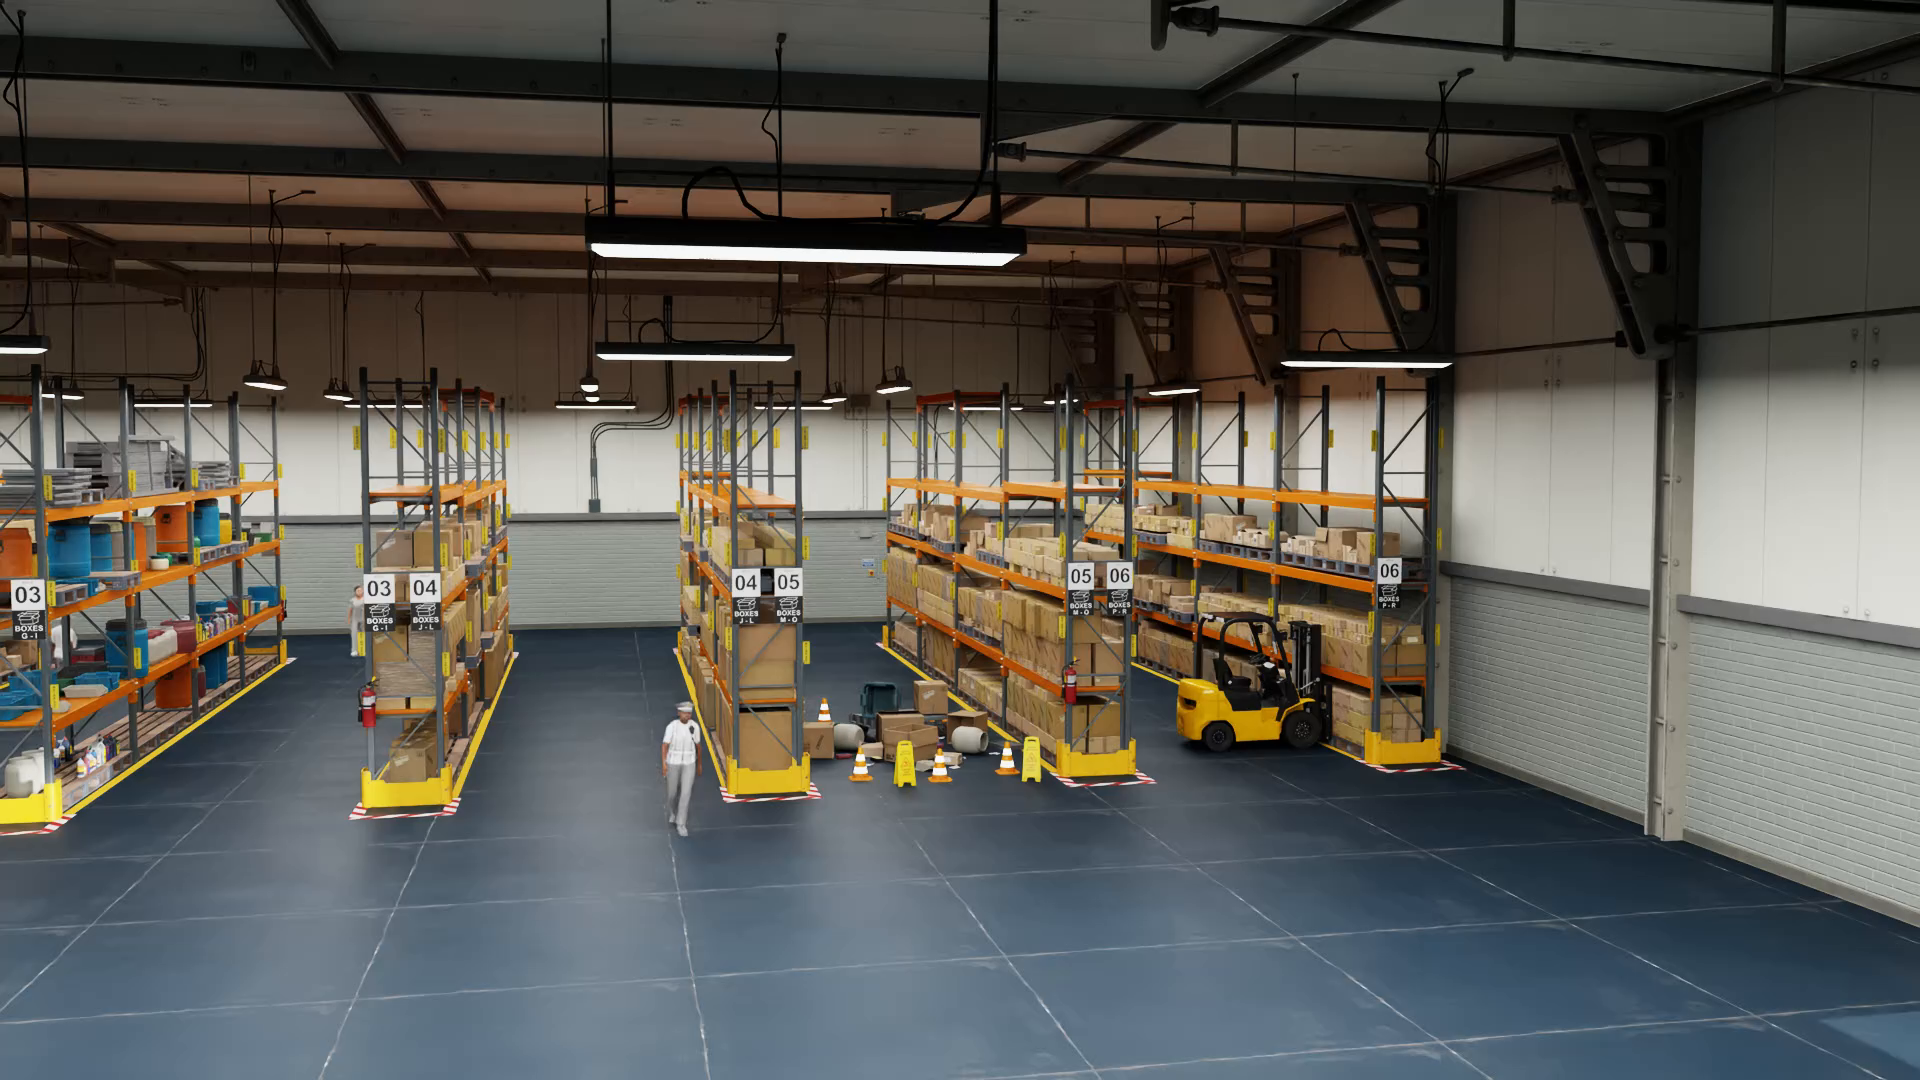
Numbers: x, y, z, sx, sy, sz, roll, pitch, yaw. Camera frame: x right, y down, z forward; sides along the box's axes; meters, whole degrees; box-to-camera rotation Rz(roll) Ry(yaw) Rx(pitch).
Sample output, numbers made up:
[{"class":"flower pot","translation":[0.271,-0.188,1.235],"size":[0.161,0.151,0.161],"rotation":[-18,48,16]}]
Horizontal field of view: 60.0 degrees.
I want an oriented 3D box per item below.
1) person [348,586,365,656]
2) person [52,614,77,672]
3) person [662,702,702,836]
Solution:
[{"class":"person","translation":[-14.003,1.874,38.747],"size":[0.547,1.605,1.064],"rotation":[-1,3,-9]},{"class":"person","translation":[-16.975,2.238,31.541],"size":[0.589,1.751,0.487],"rotation":[0,3,2]},{"class":"person","translation":[-3.585,2.911,21.439],"size":[0.538,1.672,0.764],"rotation":[-1,4,-16]}]
